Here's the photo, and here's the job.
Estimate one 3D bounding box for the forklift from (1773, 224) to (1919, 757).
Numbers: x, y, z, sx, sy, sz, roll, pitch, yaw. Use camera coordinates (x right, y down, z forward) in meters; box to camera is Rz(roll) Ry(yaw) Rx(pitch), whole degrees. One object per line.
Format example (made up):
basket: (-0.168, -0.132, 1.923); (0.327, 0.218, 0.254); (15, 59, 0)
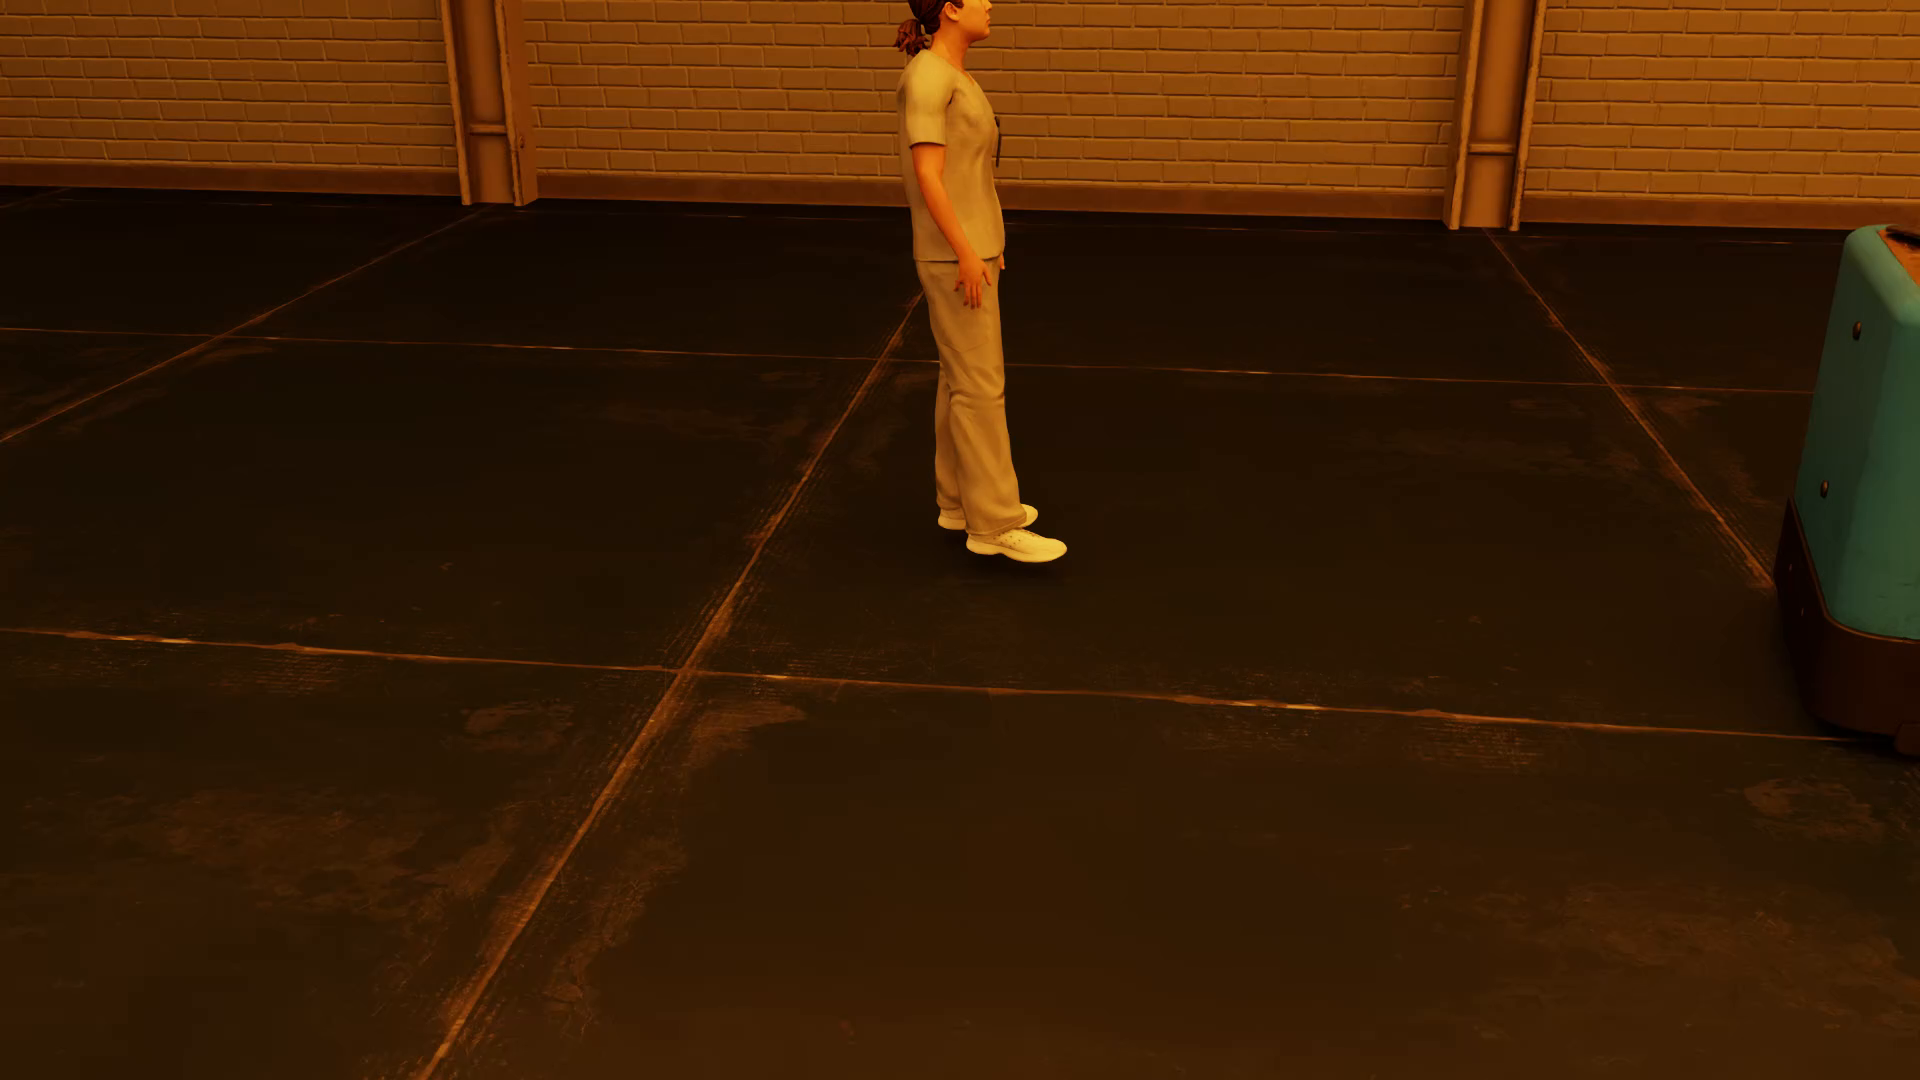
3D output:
forklift: (3.599, -0.854, 3.373); (3.031, 2.935, 1.130); (8, 23, 18)

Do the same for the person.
person: (0.072, -0.813, 4.825); (0.547, 1.673, 0.549); (3, 22, 7)
